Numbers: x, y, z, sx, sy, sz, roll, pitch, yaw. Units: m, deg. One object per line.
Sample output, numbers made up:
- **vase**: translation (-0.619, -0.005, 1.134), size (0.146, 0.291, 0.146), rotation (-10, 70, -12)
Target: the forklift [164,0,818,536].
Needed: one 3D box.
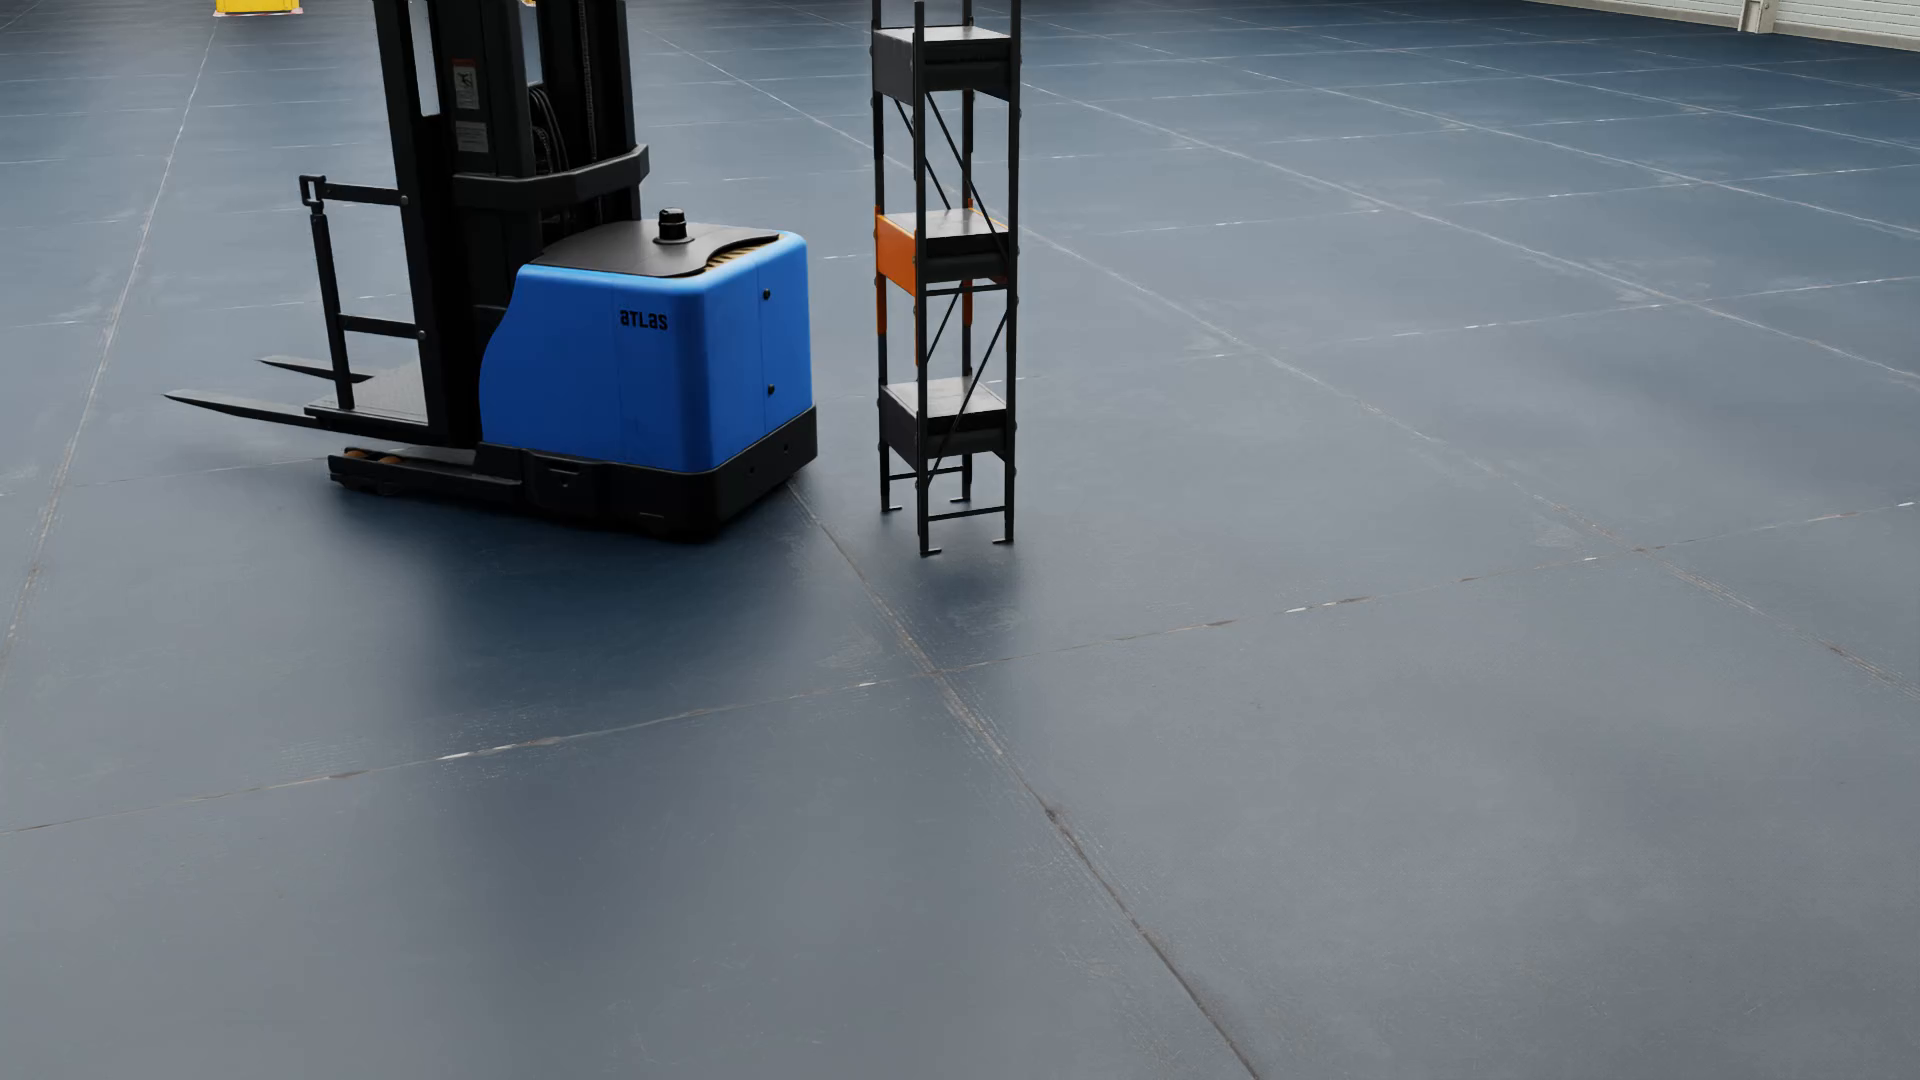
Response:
- **forklift**: translation (-2.207, -1.723, 7.063), size (3.031, 2.935, 1.130), rotation (9, 25, 21)

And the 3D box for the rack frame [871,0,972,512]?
- **rack frame**: translation (-0.145, -1.116, 6.695), size (0.400, 2.100, 0.015), rotation (-8, 24, -19)

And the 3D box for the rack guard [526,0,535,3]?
- **rack guard**: translation (-7.022, -9.712, 29.148), size (1.175, 0.500, 0.348), rotation (-8, 24, -19)

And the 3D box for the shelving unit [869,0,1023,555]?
- **shelving unit**: translation (-0.058, -1.028, 6.485), size (0.431, 2.100, 0.503), rotation (-8, 24, -19)

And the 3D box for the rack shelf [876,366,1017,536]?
- **rack shelf**: translation (-0.058, -0.370, 6.762), size (0.431, 0.518, 0.480), rotation (-8, 24, -19)

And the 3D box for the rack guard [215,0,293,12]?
- **rack guard**: translation (-11.699, -9.025, 27.520), size (1.175, 0.500, 0.348), rotation (-8, 24, -19)

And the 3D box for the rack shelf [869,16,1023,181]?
- **rack shelf**: translation (-0.058, -1.660, 6.218), size (0.431, 0.518, 0.480), rotation (-8, 24, -19)

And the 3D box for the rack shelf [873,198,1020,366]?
- **rack shelf**: translation (-0.058, -1.015, 6.490), size (0.431, 0.518, 0.480), rotation (-8, 24, -19)

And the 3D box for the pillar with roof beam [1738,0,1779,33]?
- **pillar with roof beam**: translation (7.728, -11.068, 21.424), size (9.100, 9.000, 0.400), rotation (-8, 24, -19)

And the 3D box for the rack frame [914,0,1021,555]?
- **rack frame**: translation (0.028, -0.939, 6.275), size (0.400, 2.100, 0.015), rotation (-8, 24, -19)
